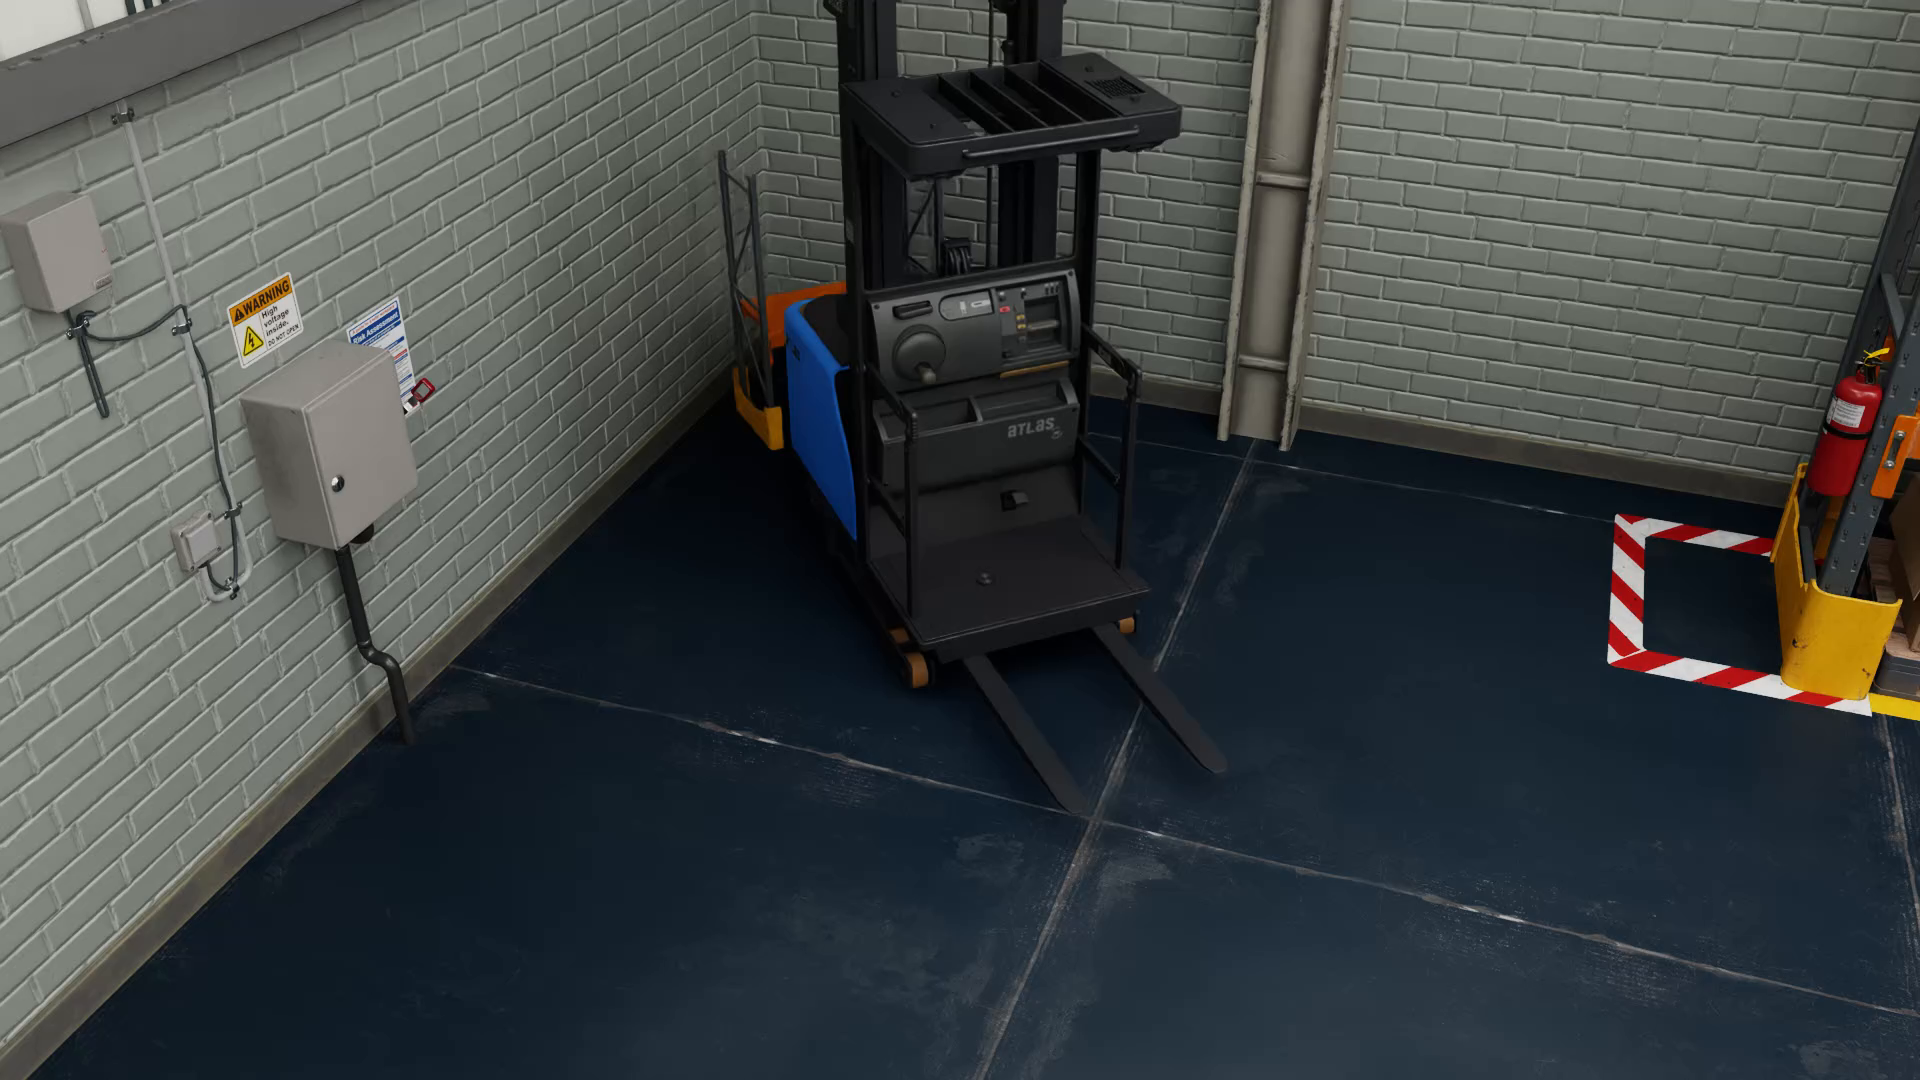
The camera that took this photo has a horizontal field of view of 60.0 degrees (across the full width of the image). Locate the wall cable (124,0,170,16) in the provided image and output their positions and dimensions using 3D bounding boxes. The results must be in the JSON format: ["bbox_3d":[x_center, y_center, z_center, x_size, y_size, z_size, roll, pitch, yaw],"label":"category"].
[{"bbox_3d":[-2.014,-3.597,5.491,0.133,3.039,2.988,11,34,16],"label":"wall cable"}]

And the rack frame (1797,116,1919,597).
[{"bbox_3d":[3.875,-0.900,6.879,0.127,3.000,1.000,11,34,16],"label":"rack frame"}]

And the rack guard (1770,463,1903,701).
[{"bbox_3d":[3.947,0.164,7.535,0.348,0.500,1.175,11,34,16],"label":"rack guard"}]

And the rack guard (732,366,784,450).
[{"bbox_3d":[-1.110,-0.729,9.127,0.087,0.250,0.587,-15,33,-22],"label":"rack guard"}]

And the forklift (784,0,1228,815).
[{"bbox_3d":[0.158,-0.843,6.854,1.130,2.935,3.031,-13,35,-19],"label":"forklift"}]

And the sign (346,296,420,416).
[{"bbox_3d":[-2.294,-0.681,6.627,0.001,0.494,0.329,11,34,16],"label":"sign"}]

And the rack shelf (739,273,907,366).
[{"bbox_3d":[-0.662,-1.232,9.086,1.000,0.185,0.538,-15,33,-22],"label":"rack shelf"}]

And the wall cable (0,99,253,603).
[{"bbox_3d":[-2.644,-0.538,5.381,0.122,1.984,0.588,11,34,16],"label":"wall cable"}]

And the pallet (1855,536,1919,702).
[{"bbox_3d":[4.698,0.431,7.388,1.213,0.211,1.003,11,34,16],"label":"pallet"}]

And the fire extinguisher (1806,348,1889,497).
[{"bbox_3d":[3.581,-0.502,6.677,0.183,0.674,0.296,11,34,16],"label":"fire extinguisher"}]

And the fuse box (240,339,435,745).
[{"bbox_3d":[-2.266,0.111,6.501,0.414,1.711,0.539,11,34,16],"label":"fuse box"}]

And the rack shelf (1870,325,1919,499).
[{"bbox_3d":[5.758,-0.232,6.507,4.000,0.370,1.077,11,34,16],"label":"rack shelf"}]

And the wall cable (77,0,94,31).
[{"bbox_3d":[-2.989,-2.166,3.308,0.029,3.000,2.355,11,34,16],"label":"wall cable"}]

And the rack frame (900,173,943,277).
[{"bbox_3d":[-0.208,-1.507,9.181,0.032,1.500,0.500,-15,33,-22],"label":"rack frame"}]

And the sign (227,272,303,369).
[{"bbox_3d":[-2.479,-0.787,5.943,0.001,0.242,0.339,11,34,16],"label":"sign"}]

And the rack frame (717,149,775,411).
[{"bbox_3d":[-1.122,-1.265,8.806,0.032,1.500,0.500,-15,33,-22],"label":"rack frame"}]

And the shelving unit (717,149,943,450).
[{"bbox_3d":[-0.673,-1.384,8.990,1.083,1.500,0.587,-15,33,-22],"label":"shelving unit"}]

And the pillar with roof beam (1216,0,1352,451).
[{"bbox_3d":[0.189,-2.176,3.324,0.400,9.000,9.100,11,34,16],"label":"pillar with roof beam"}]

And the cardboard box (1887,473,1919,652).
[{"bbox_3d":[4.419,0.133,7.194,0.637,0.503,0.797,10,34,15],"label":"cardboard box"}]
